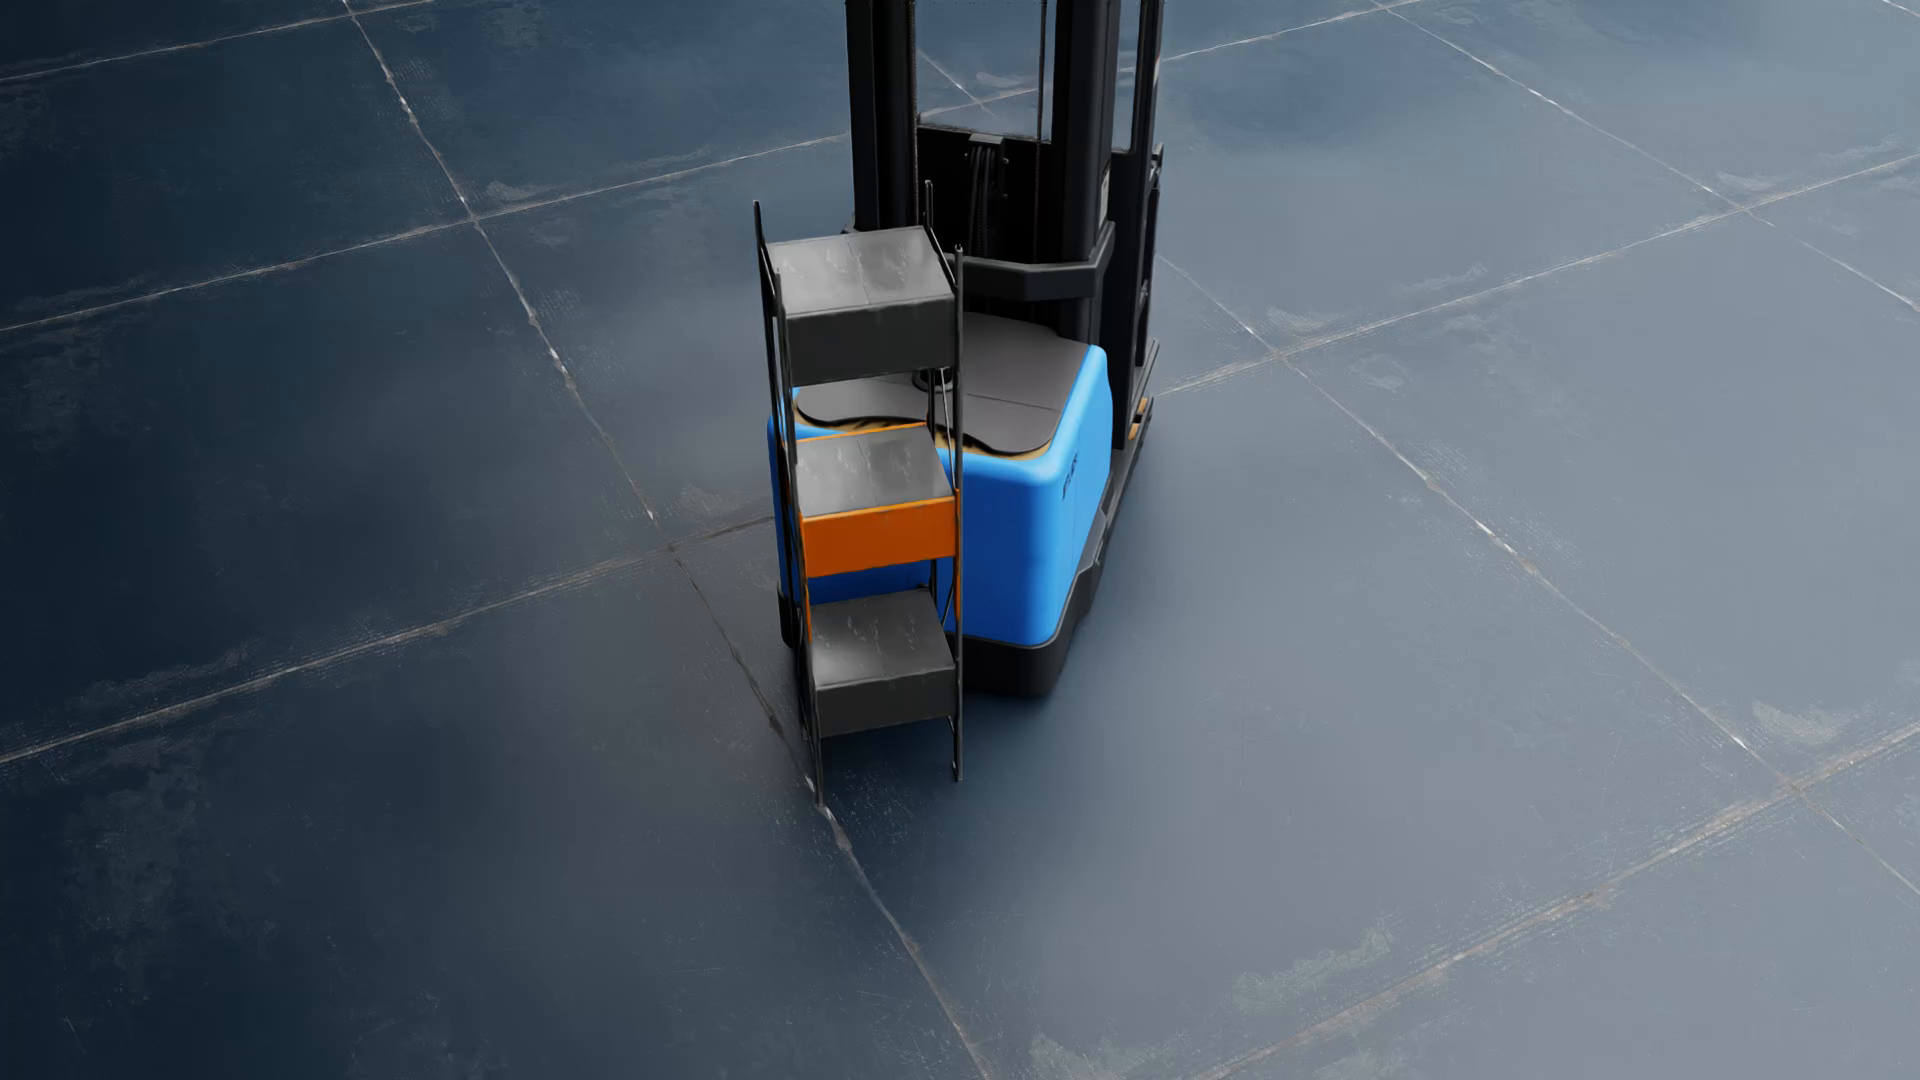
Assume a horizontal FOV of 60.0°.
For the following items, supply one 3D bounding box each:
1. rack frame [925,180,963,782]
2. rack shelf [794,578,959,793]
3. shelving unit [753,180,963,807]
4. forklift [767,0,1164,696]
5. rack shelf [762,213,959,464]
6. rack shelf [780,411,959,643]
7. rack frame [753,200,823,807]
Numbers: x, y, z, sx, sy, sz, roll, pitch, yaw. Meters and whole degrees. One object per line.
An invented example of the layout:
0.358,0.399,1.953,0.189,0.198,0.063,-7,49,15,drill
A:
-0.046,-0.090,5.231,0.015,2.100,0.400,-9,41,-10,rack frame
-0.283,0.492,5.649,0.480,0.518,0.431,-9,41,-10,rack shelf
-0.283,-0.053,5.187,0.503,2.100,0.431,-9,41,-10,shelving unit
0.220,-1.519,6.275,1.130,2.935,3.031,10,41,12,forklift
-0.283,-0.577,4.744,0.480,0.518,0.431,-9,41,-10,rack shelf
-0.283,-0.043,5.196,0.480,0.518,0.431,-9,41,-10,rack shelf
-0.521,-0.016,5.144,0.015,2.100,0.400,-9,41,-10,rack frame
